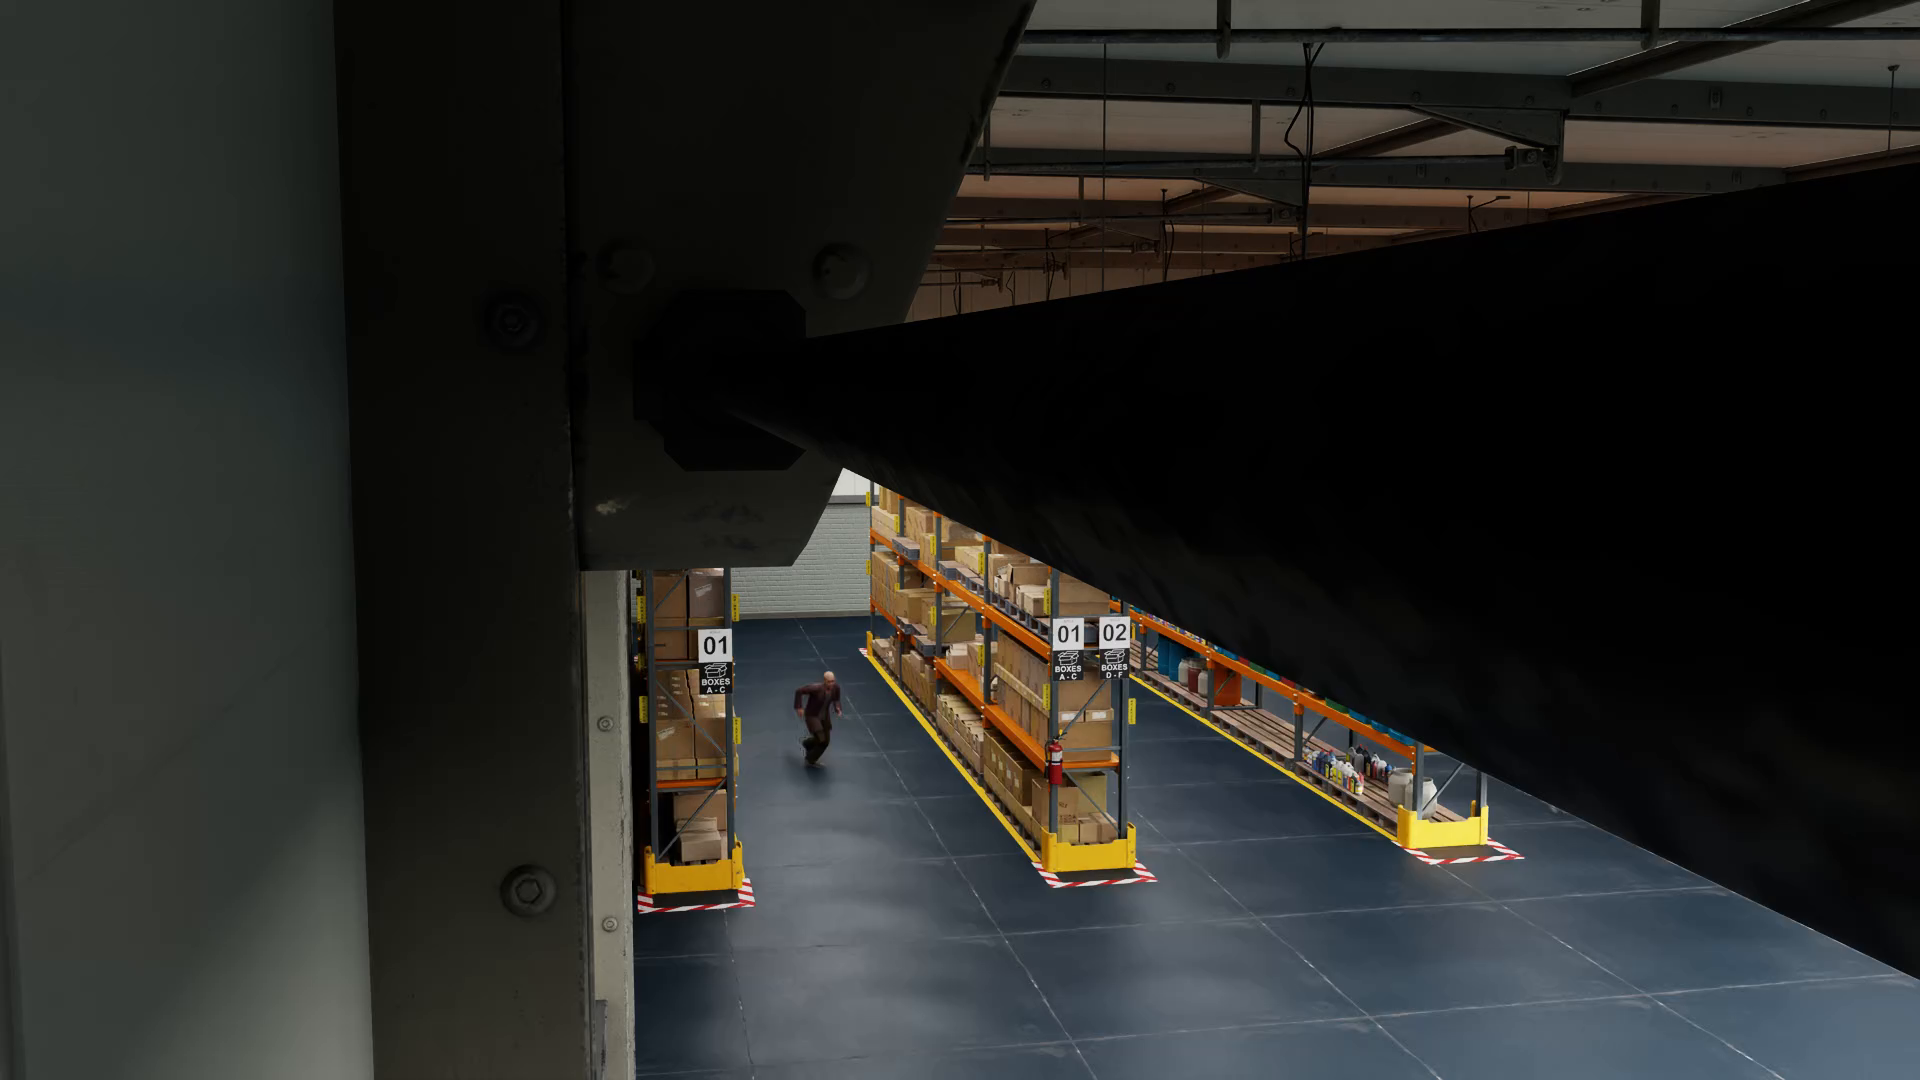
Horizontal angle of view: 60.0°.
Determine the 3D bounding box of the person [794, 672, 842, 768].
[{"bbox_3d":[-2.217,2.826,26.054,0.736,1.597,0.868,-5,8,-39],"label":"person"}]
